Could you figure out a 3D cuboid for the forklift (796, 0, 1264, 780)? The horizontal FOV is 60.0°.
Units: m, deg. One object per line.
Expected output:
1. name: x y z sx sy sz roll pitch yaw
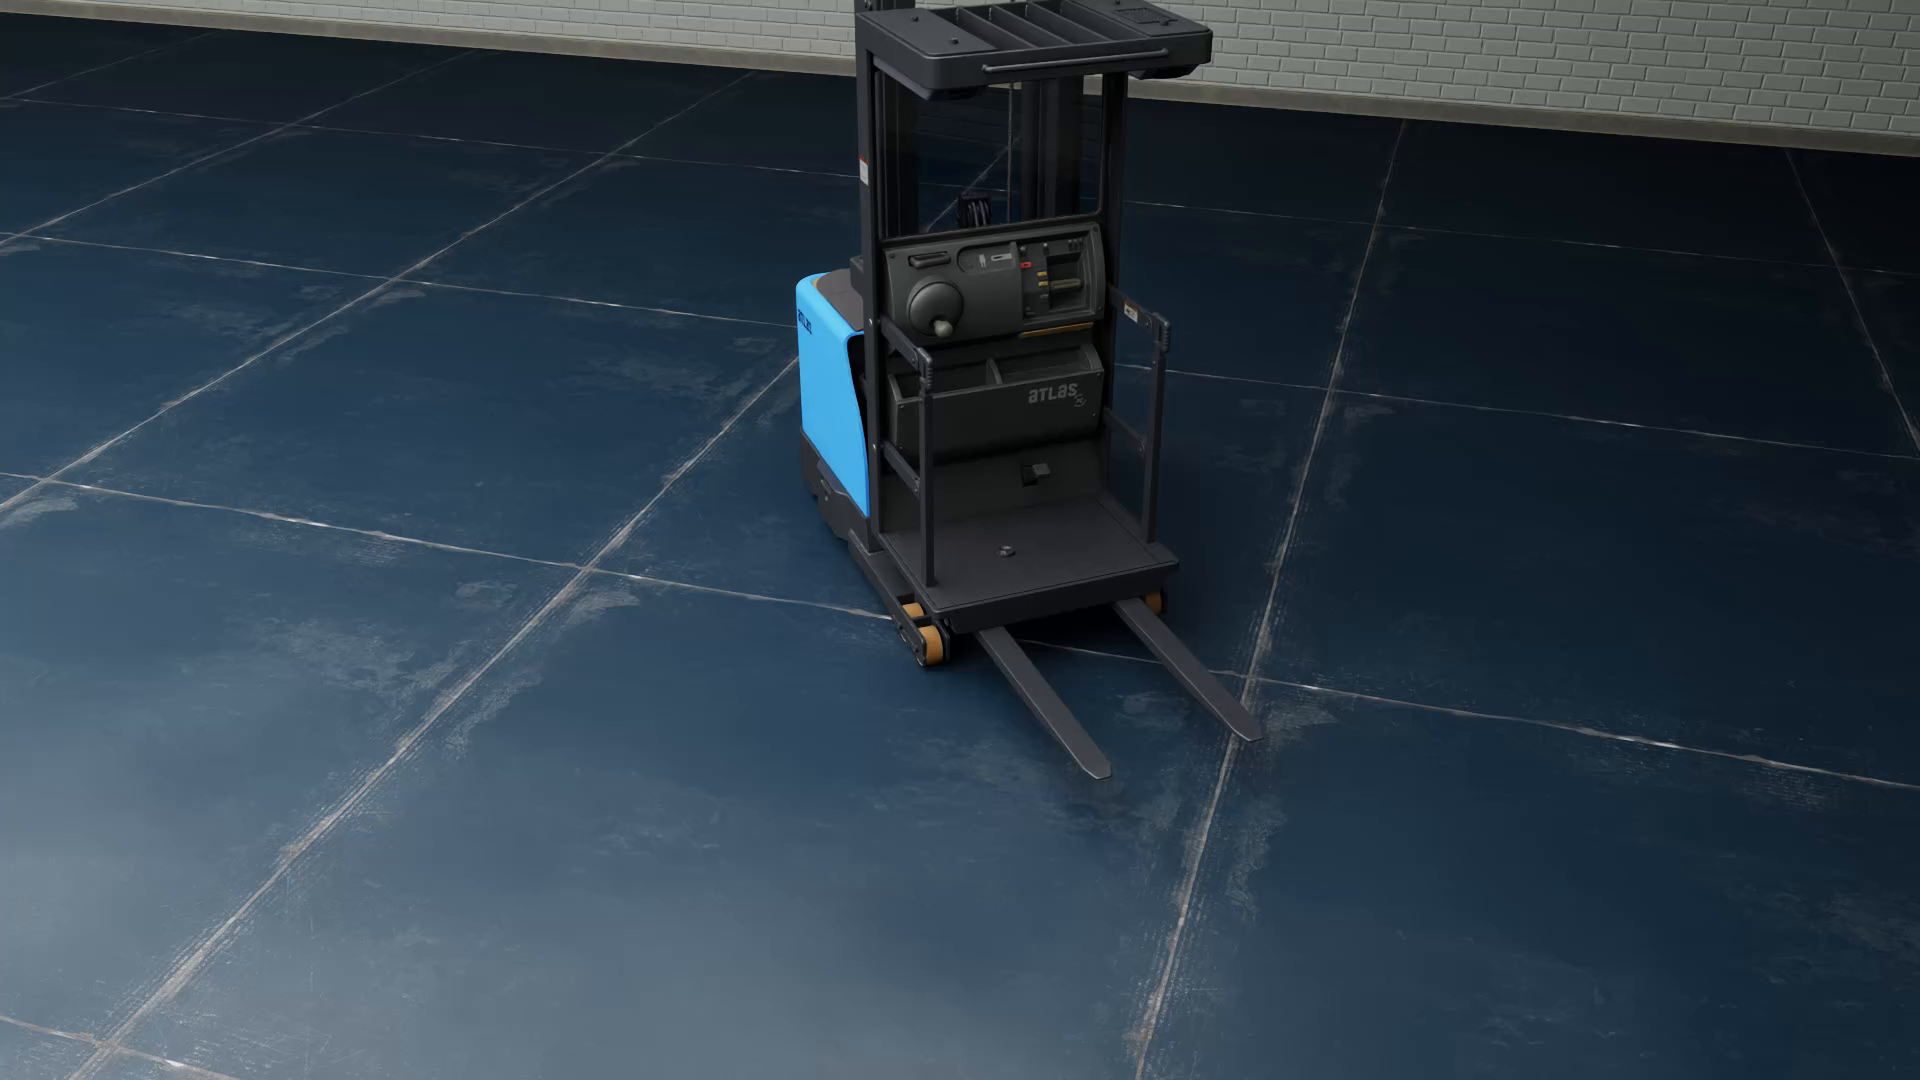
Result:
1. forklift: 0.232 -0.996 6.525 1.130 2.935 3.031 -11 31 -19
